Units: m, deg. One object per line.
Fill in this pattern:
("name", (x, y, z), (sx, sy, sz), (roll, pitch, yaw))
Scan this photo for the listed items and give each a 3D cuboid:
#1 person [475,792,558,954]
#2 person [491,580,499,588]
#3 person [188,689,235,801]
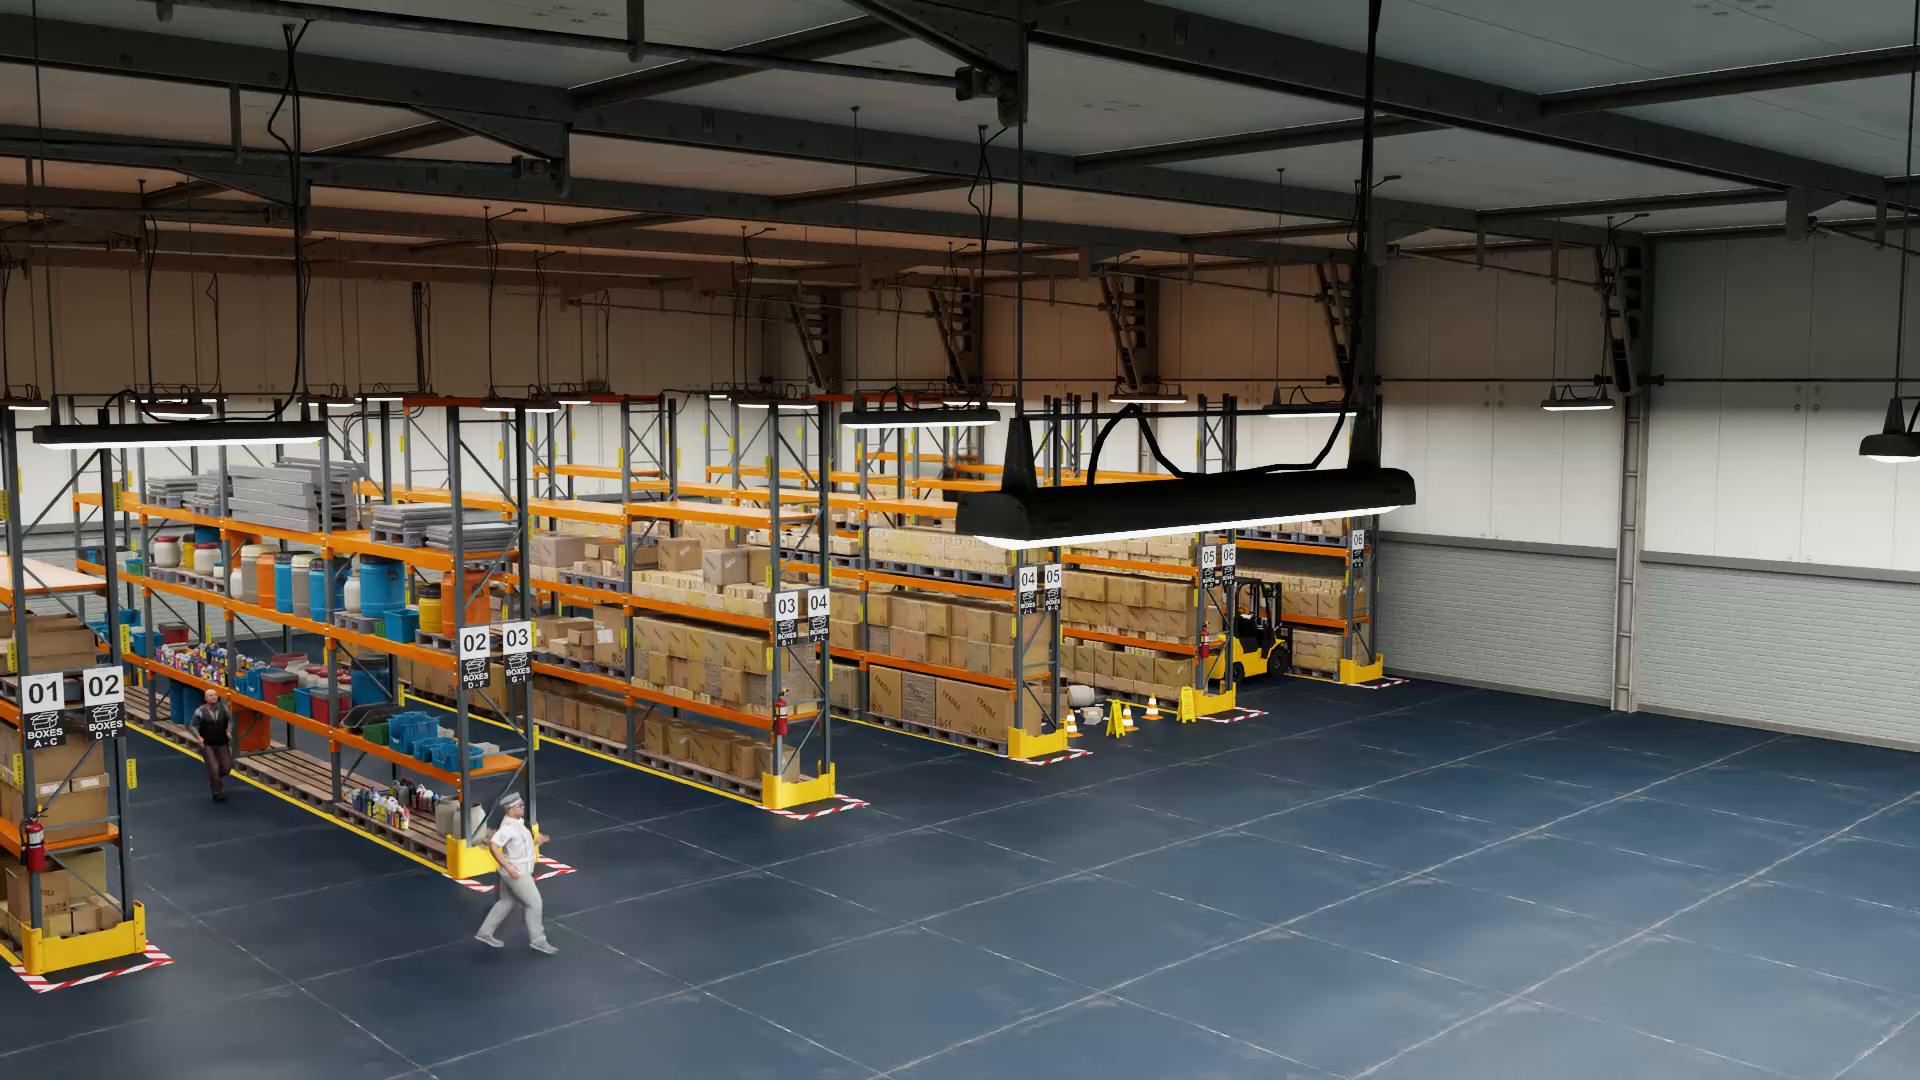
("person", (-4.889, 3.672, 18.296), (0.864, 1.826, 0.648), (-2, 6, -19))
("person", (-11.029, 1.746, 39.111), (0.619, 1.601, 0.595), (1, 6, 6))
("person", (-11.250, 3.074, 25.045), (0.652, 1.680, 0.640), (-5, 7, -39))
